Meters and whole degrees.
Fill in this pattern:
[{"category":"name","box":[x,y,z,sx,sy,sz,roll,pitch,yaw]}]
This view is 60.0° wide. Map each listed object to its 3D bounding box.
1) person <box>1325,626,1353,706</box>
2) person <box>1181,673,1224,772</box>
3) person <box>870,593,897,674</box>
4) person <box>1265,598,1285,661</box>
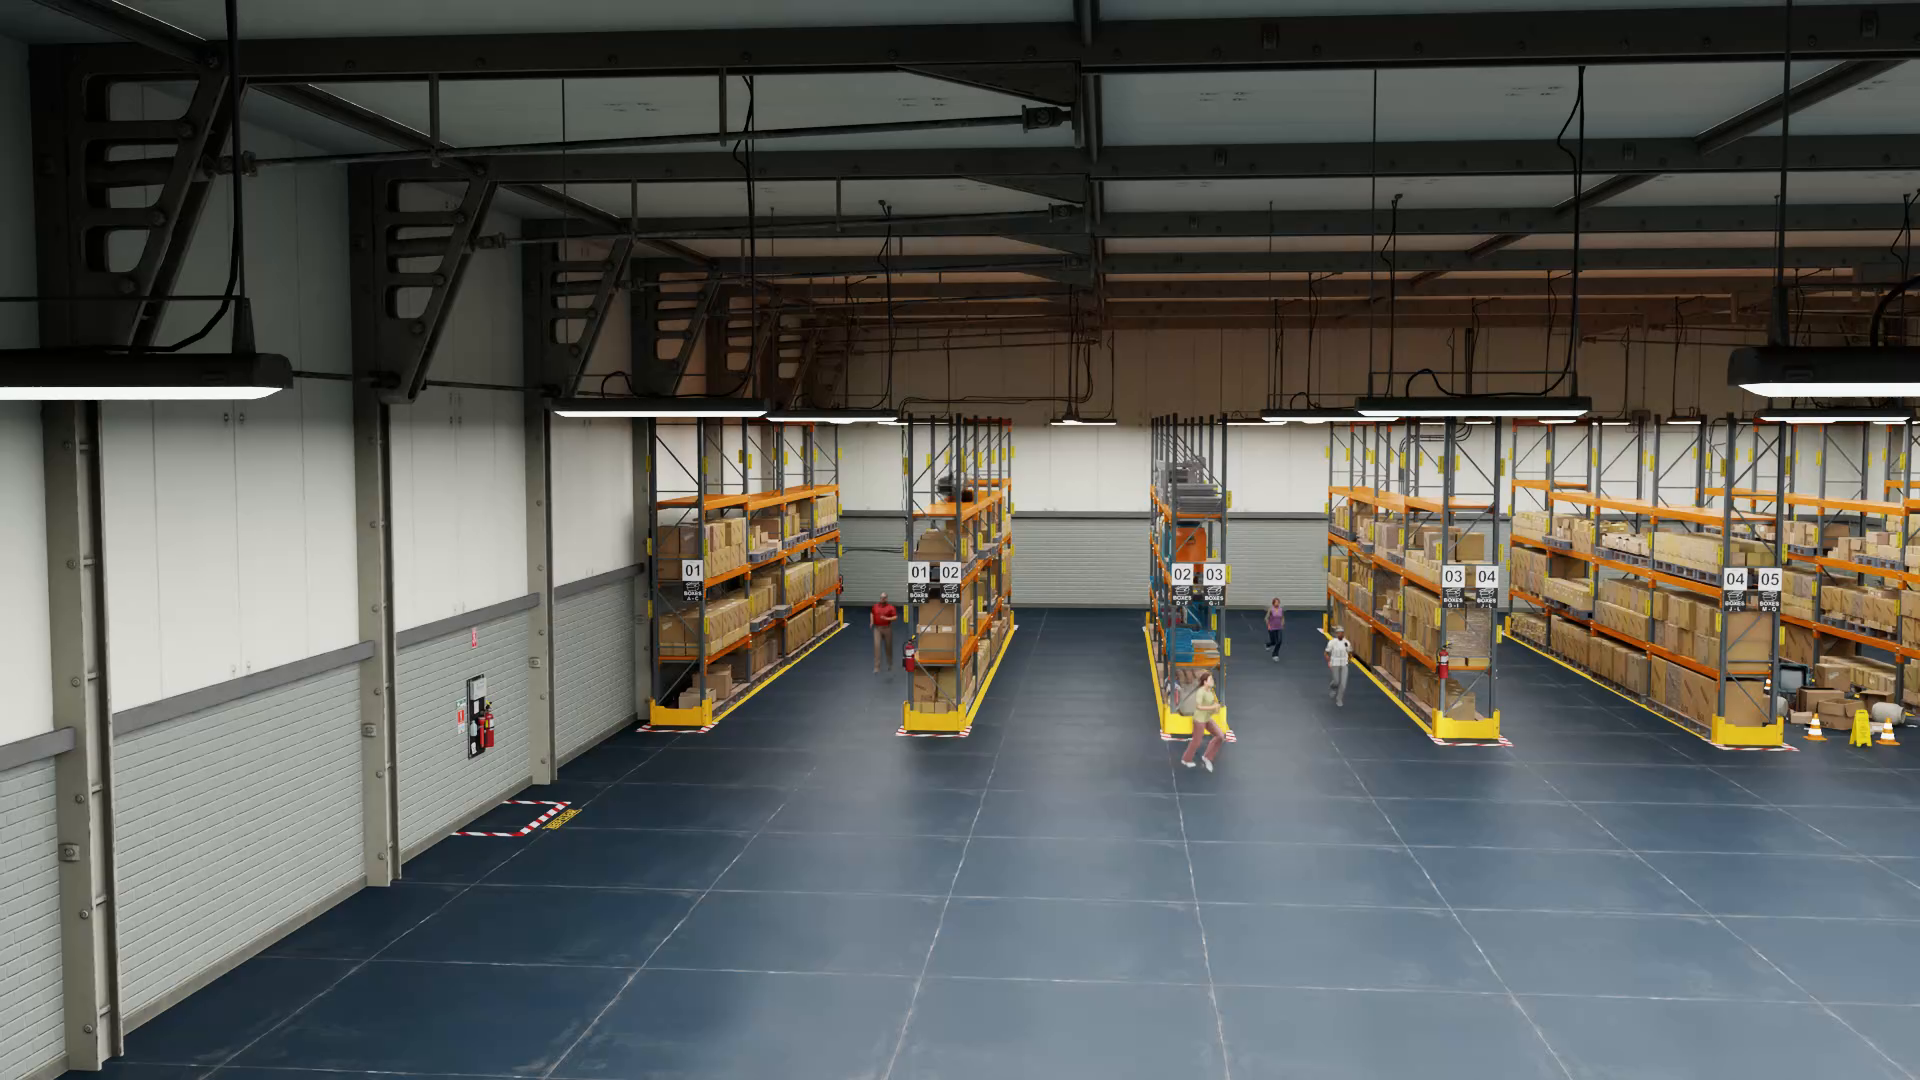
[{"category":"person","box":[7.856,2.594,34.429,0.583,1.657,0.558,0,4,1]},{"category":"person","box":[4.032,3.026,27.711,0.784,1.647,0.604,3,5,35]},{"category":"person","box":[-1.723,2.067,37.279,0.653,1.756,0.875,0,4,7]},{"category":"person","box":[7.767,2.204,41.098,0.522,1.530,0.598,-1,4,-10]}]
